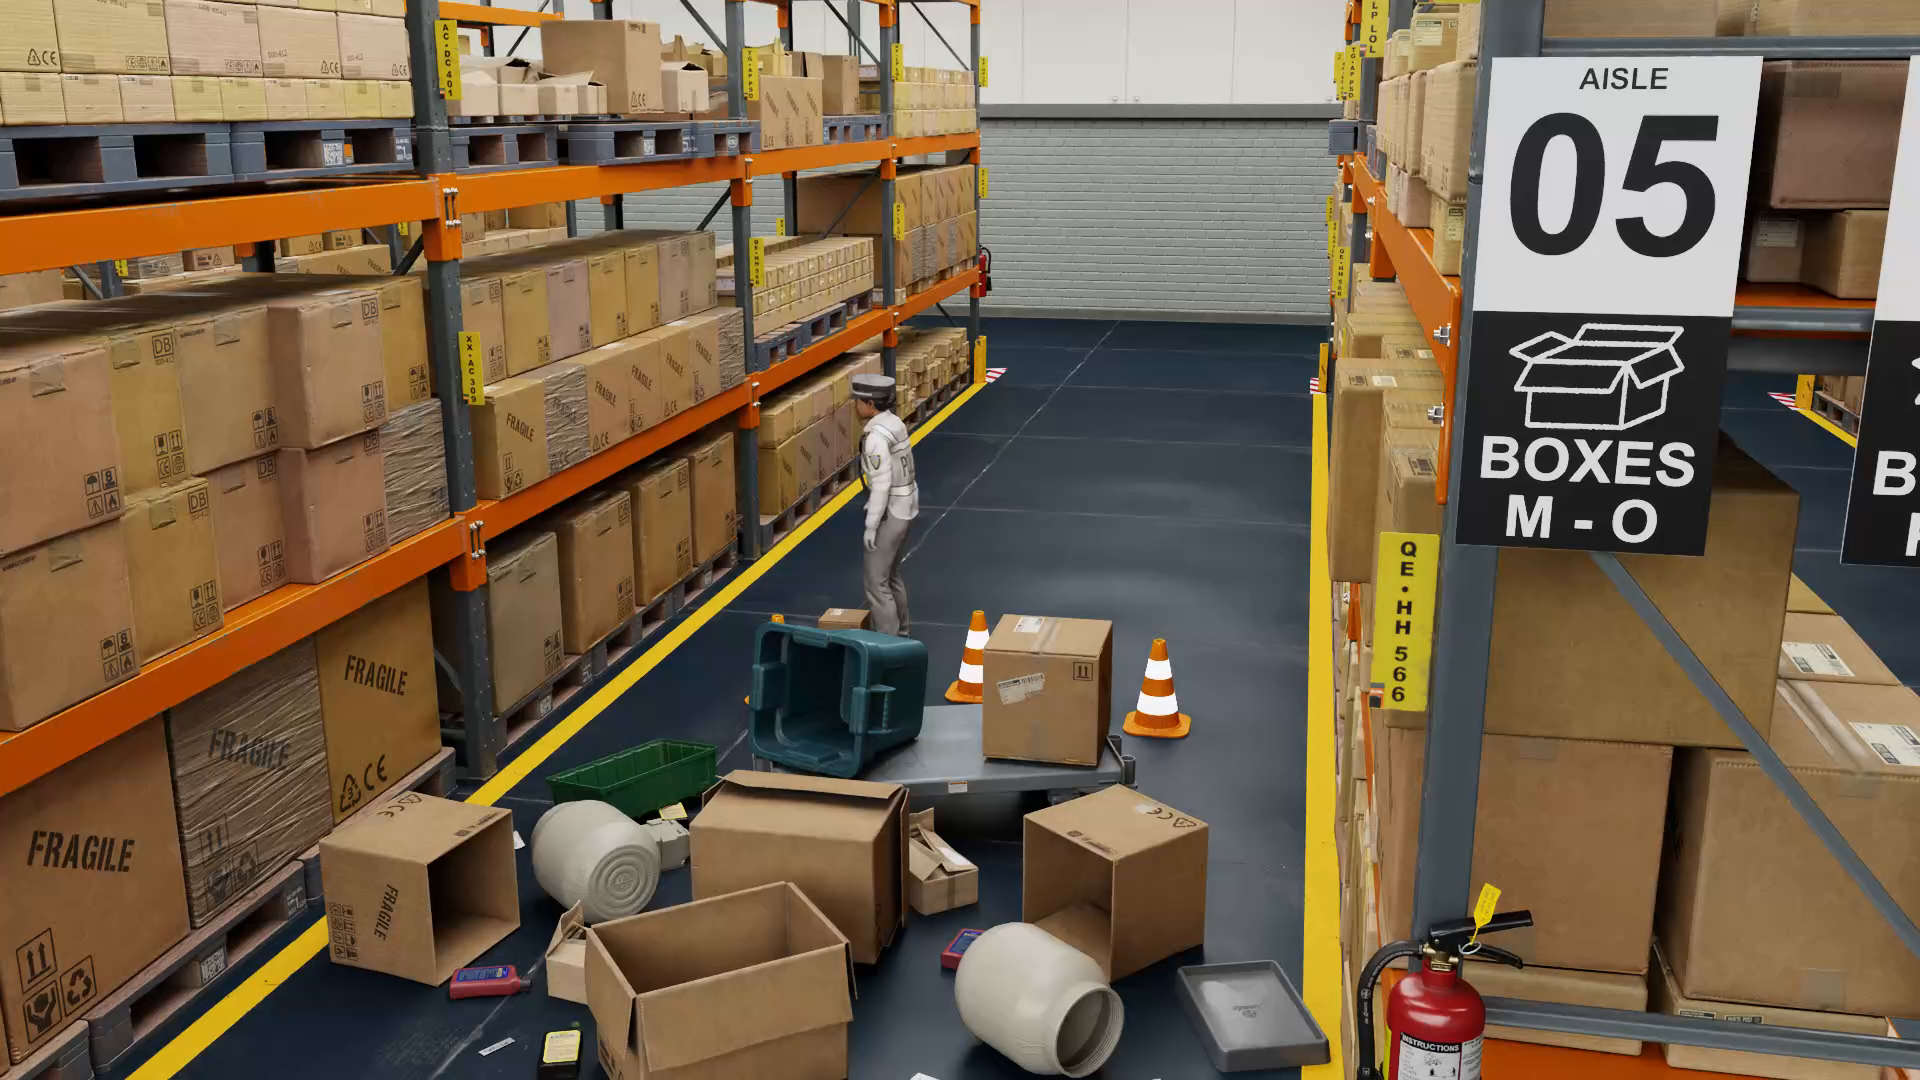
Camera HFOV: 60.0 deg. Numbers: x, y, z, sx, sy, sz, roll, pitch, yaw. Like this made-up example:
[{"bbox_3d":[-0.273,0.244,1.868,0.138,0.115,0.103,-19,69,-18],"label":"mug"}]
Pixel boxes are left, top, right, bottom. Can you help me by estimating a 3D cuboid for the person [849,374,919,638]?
[{"bbox_3d":[-0.430,-0.117,9.450,0.376,1.662,0.527,3,15,11],"label":"person"}]
